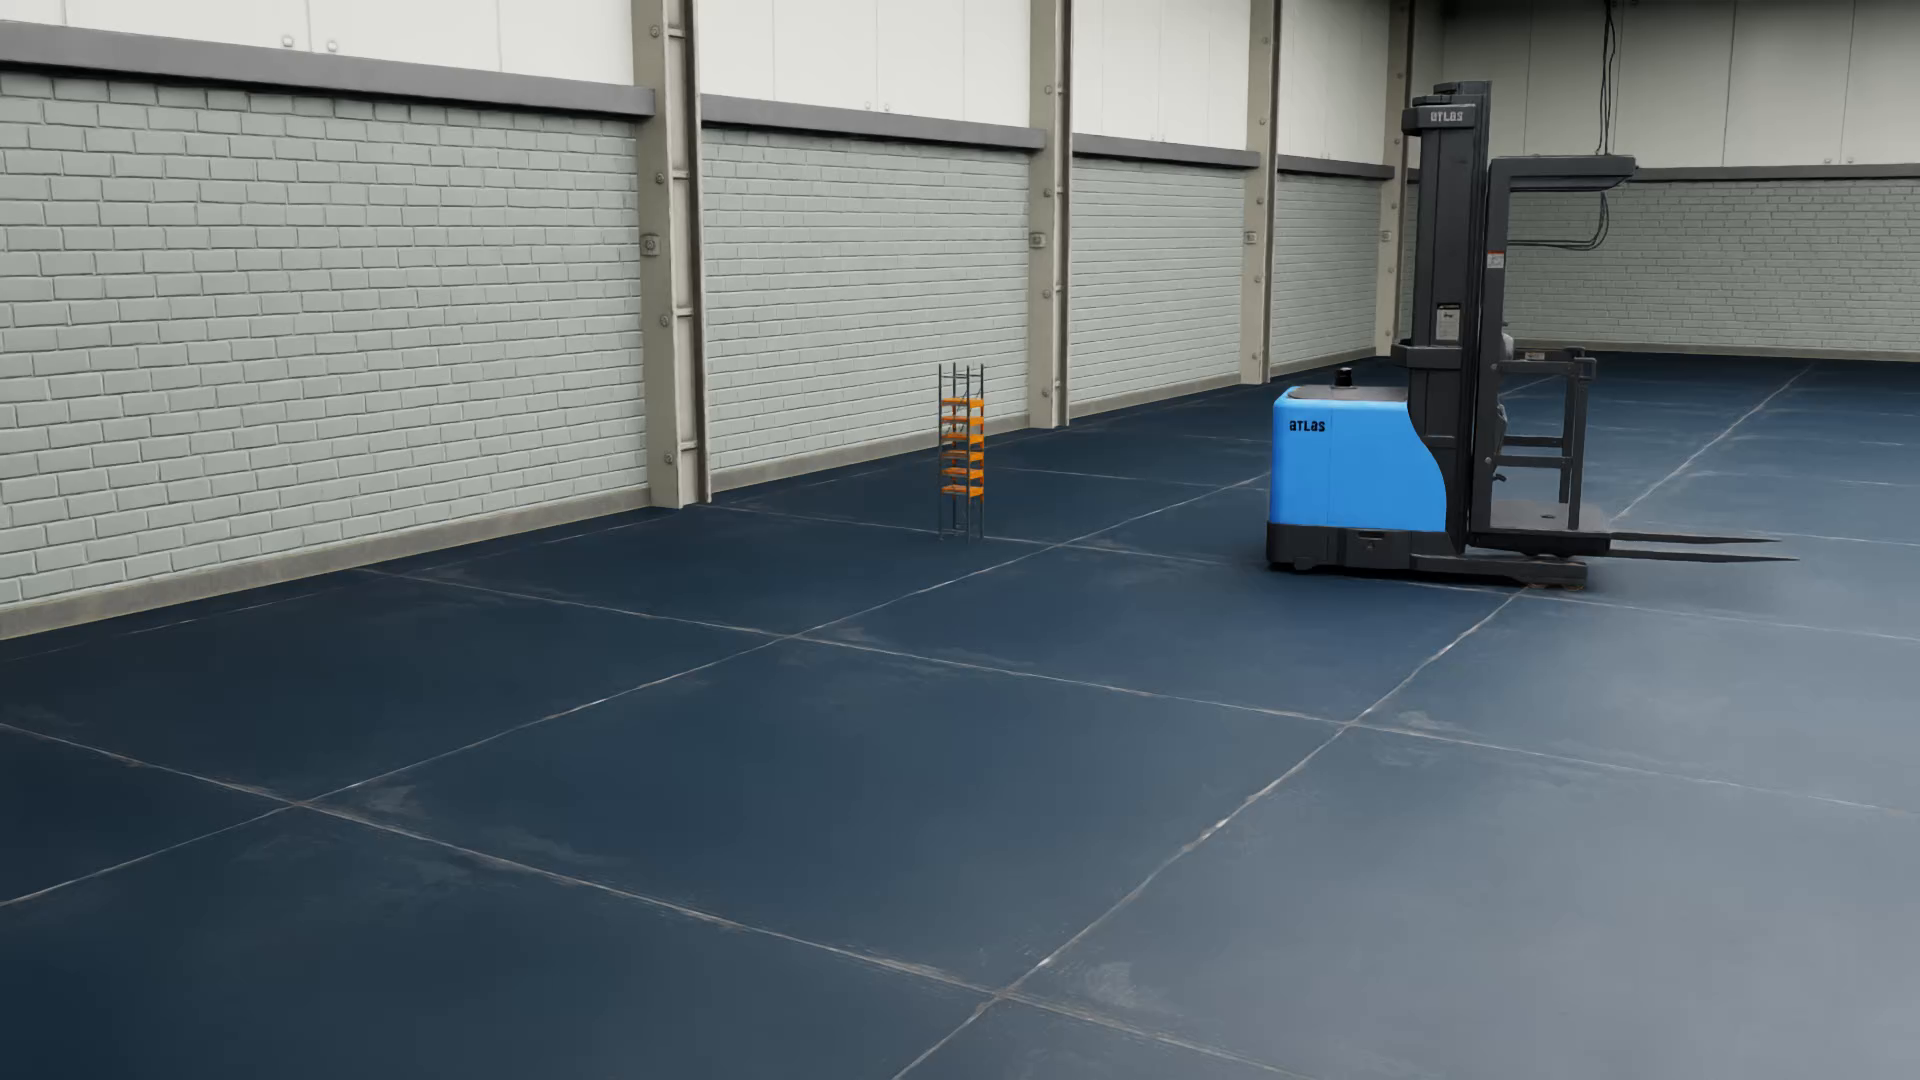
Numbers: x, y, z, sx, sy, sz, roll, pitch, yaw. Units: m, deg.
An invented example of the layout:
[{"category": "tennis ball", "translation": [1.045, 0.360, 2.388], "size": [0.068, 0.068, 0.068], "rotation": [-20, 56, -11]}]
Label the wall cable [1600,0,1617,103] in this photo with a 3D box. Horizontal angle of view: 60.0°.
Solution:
[{"category": "wall cable", "translation": [12.150, -8.571, 27.413], "size": [3.097, 2.526, 0.112], "rotation": [6, 12, 31]}]

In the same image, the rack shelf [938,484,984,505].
[{"category": "rack shelf", "translation": [0.008, -0.312, 11.323], "size": [0.258, 0.103, 0.180], "rotation": [6, 12, 31]}]

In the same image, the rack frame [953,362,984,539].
[{"category": "rack frame", "translation": [0.055, -0.606, 11.347], "size": [0.240, 1.200, 0.006], "rotation": [6, 12, 31]}]

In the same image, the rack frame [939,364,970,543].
[{"category": "rack frame", "translation": [-0.040, -0.578, 11.194], "size": [0.240, 1.200, 0.006], "rotation": [6, 12, 31]}]

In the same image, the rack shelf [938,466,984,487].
[{"category": "rack shelf", "translation": [0.008, -0.430, 11.301], "size": [0.258, 0.103, 0.180], "rotation": [6, 12, 31]}]

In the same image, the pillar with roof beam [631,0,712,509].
[{"category": "pillar with roof beam", "translation": [1.512, -4.295, 9.854], "size": [9.100, 9.000, 0.400], "rotation": [6, 12, 31]}]

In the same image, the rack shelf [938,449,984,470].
[{"category": "rack shelf", "translation": [0.008, -0.548, 11.279], "size": [0.258, 0.103, 0.180], "rotation": [6, 12, 31]}]

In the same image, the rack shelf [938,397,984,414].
[{"category": "rack shelf", "translation": [0.008, -0.902, 11.212], "size": [0.258, 0.103, 0.180], "rotation": [6, 12, 31]}]

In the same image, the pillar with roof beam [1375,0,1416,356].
[{"category": "pillar with roof beam", "translation": [10.857, -7.126, 24.975], "size": [9.100, 9.000, 0.400], "rotation": [6, 12, 31]}]

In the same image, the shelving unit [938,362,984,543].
[{"category": "shelving unit", "translation": [0.008, -0.592, 11.270], "size": [0.258, 1.200, 0.189], "rotation": [6, 12, 31]}]

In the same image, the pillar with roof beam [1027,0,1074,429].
[{"category": "pillar with roof beam", "translation": [4.627, -5.238, 14.895], "size": [9.100, 9.000, 0.400], "rotation": [6, 12, 31]}]

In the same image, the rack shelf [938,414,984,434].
[{"category": "rack shelf", "translation": [0.008, -0.784, 11.234], "size": [0.258, 0.103, 0.180], "rotation": [6, 12, 31]}]

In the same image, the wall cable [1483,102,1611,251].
[{"category": "wall cable", "translation": [9.838, -6.348, 29.258], "size": [3.097, 2.526, 0.112], "rotation": [6, 12, 31]}]

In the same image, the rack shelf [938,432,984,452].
[{"category": "rack shelf", "translation": [0.008, -0.666, 11.257], "size": [0.258, 0.103, 0.180], "rotation": [6, 12, 31]}]

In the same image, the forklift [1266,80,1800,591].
[{"category": "forklift", "translation": [3.479, -1.250, 10.080], "size": [3.031, 2.935, 1.130], "rotation": [3, 11, 16]}]

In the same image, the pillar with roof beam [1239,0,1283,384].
[{"category": "pillar with roof beam", "translation": [7.742, -6.182, 19.935], "size": [9.100, 9.000, 0.400], "rotation": [6, 12, 31]}]
